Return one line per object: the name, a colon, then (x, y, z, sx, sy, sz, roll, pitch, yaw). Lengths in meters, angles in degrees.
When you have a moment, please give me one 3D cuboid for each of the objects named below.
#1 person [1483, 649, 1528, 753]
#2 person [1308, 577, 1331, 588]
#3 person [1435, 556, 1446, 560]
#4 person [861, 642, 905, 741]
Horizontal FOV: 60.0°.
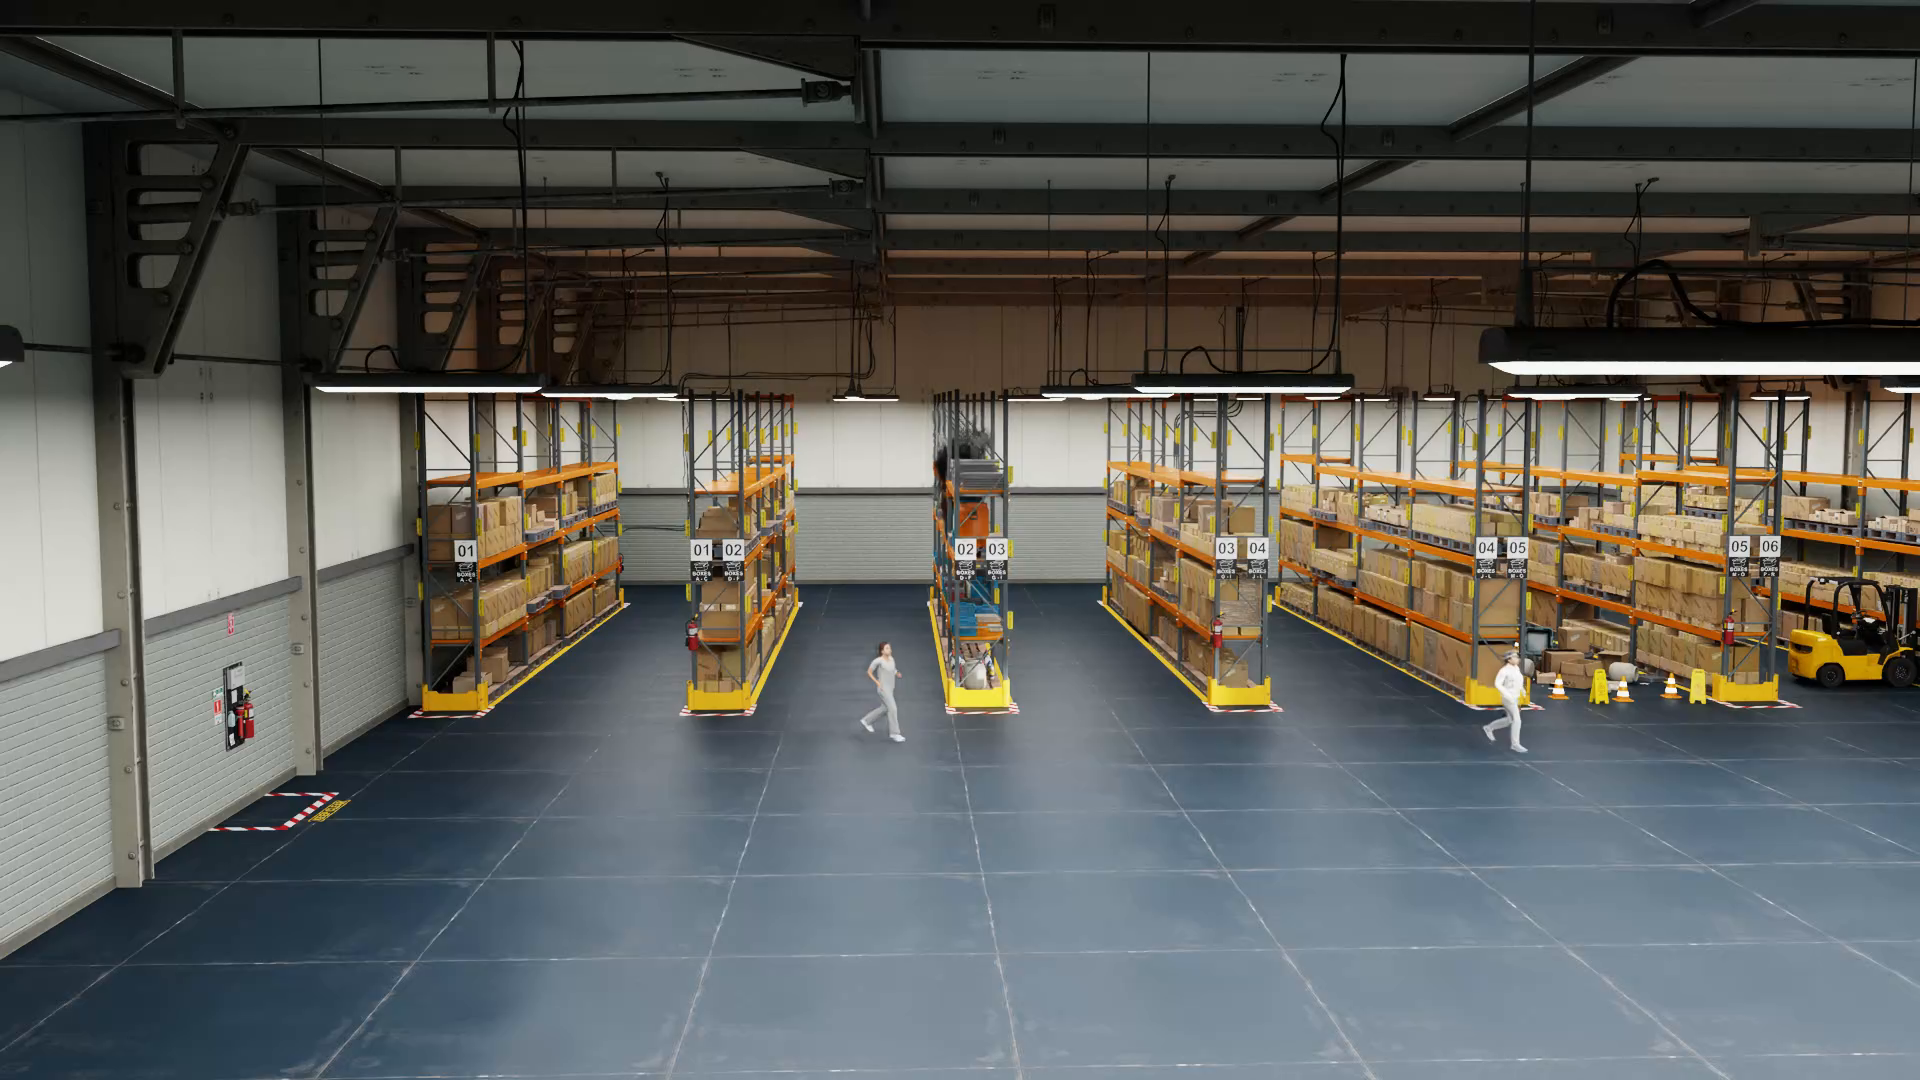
person: (9.051, 2.630, 27.546, 0.787, 1.699, 0.611, 4, 6, 41)
person: (10.566, 0.824, 49.054, 0.916, 1.815, 0.629, 0, 5, 2)
person: (14.194, 0.827, 49.411, 0.599, 1.738, 0.732, 2, 5, 27)
person: (-1.302, 2.569, 28.479, 0.891, 1.680, 0.558, 3, 5, 30)
